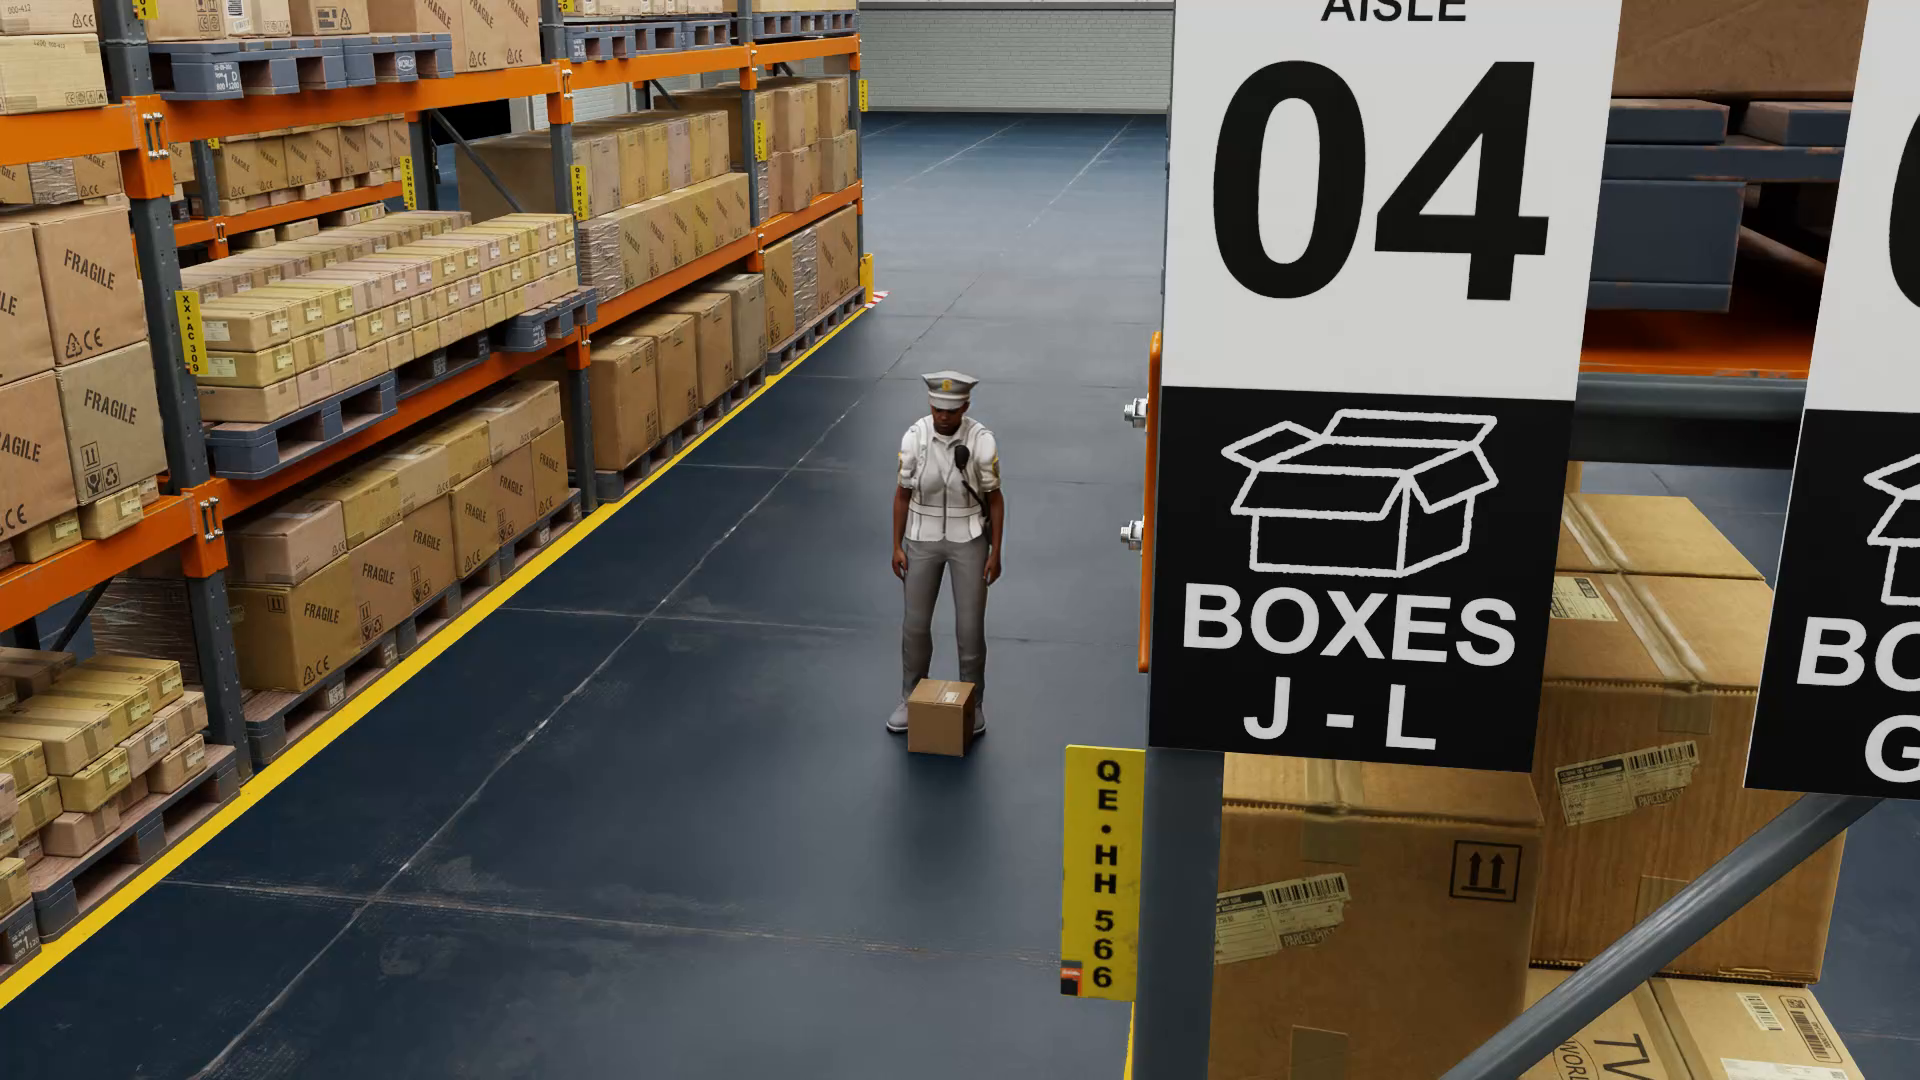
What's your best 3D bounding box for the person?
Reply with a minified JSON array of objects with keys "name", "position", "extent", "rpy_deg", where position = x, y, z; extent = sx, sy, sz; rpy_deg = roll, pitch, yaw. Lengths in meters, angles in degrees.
[{"name":"person","position":[-0.065,0.049,7.408],"extent":[0.514,1.657,0.399],"rpy_deg":[3,18,8]}]
